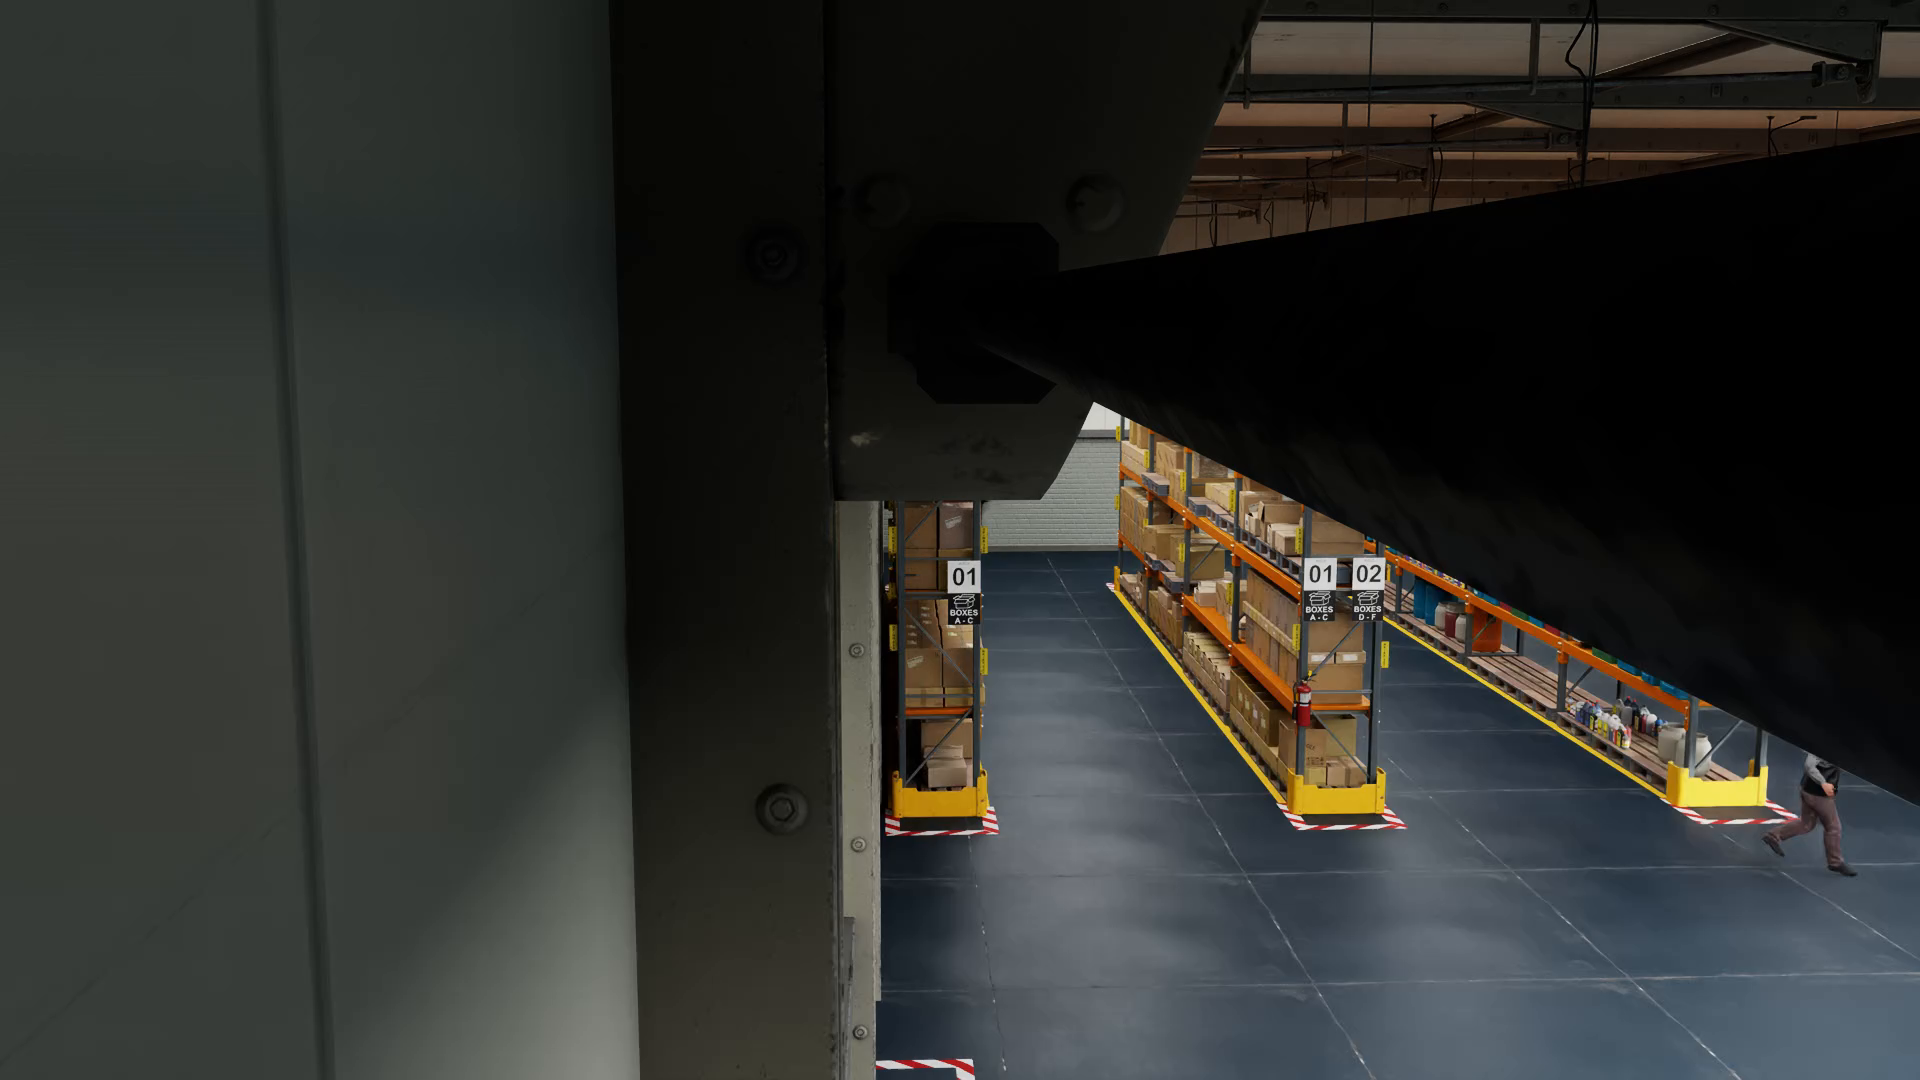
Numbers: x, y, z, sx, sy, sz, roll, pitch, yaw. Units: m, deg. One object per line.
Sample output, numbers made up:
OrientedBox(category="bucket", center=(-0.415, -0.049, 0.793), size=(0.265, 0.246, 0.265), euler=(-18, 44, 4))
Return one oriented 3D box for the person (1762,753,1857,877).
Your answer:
OrientedBox(category="person", center=(9.489, 2.835, 18.468), size=(0.959, 1.734, 0.675), euler=(3, 9, 20))
